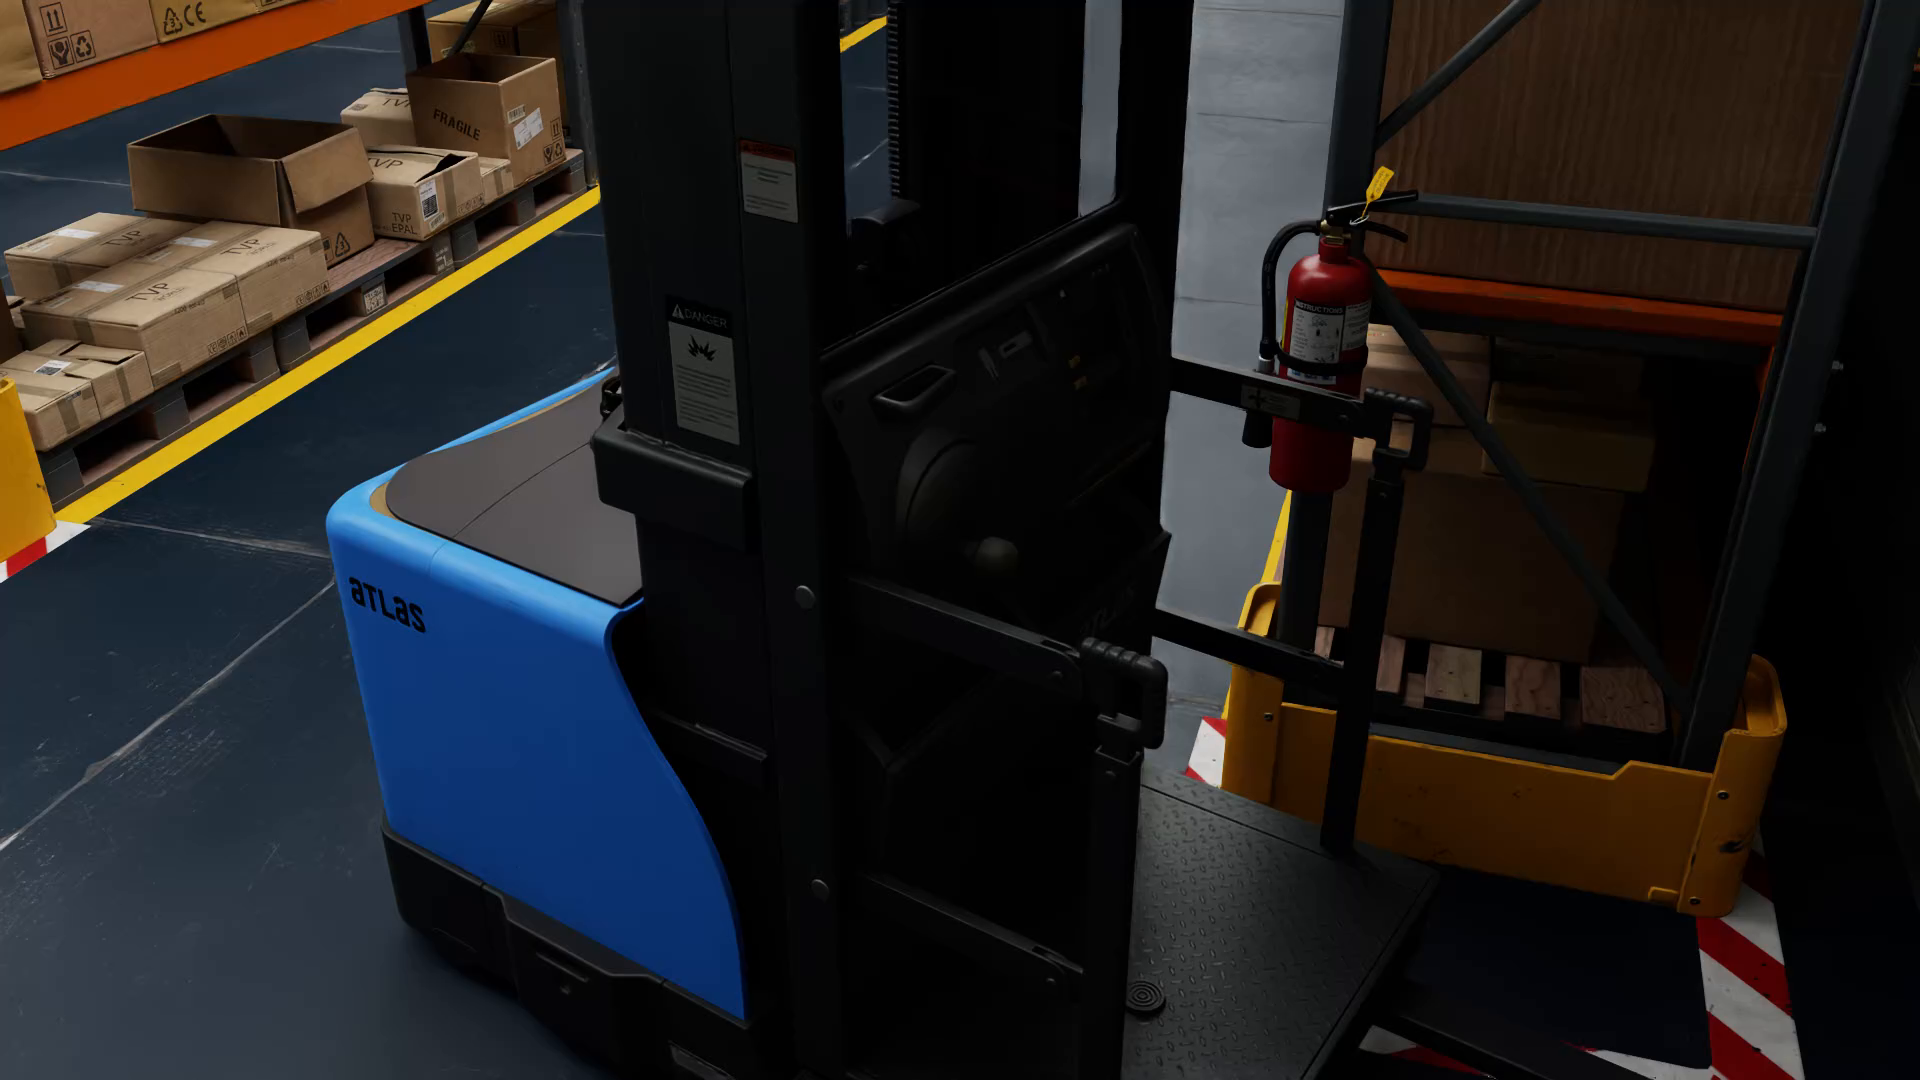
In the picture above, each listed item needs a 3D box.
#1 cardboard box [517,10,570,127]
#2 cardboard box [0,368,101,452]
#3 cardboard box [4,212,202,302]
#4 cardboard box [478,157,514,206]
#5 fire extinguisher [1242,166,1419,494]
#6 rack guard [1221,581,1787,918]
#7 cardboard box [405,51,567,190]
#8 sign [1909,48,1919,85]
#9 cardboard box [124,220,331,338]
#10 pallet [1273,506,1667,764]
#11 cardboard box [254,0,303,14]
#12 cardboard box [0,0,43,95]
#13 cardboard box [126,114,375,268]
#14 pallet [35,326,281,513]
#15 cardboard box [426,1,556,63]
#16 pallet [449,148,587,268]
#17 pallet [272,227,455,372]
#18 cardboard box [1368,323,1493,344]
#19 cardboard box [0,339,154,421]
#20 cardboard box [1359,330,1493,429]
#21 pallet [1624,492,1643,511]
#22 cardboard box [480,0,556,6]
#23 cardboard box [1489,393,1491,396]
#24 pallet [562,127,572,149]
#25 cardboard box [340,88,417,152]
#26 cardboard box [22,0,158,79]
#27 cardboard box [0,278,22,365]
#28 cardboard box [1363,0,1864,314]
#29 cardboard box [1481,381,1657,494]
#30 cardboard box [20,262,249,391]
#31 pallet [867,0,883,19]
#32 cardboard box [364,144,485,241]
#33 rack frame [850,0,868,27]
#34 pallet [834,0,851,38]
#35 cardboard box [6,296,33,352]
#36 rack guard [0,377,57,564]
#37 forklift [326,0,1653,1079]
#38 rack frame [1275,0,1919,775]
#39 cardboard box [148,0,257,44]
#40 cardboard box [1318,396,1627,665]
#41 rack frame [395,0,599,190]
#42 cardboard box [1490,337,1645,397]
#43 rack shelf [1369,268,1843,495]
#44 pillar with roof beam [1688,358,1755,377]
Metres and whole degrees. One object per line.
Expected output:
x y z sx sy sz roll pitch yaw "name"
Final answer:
-1.957 -2.483 8.747 0.500 0.500 0.500 7 30 13 "cardboard box"
-3.054 -0.426 5.411 0.380 0.149 0.250 8 30 15 "cardboard box"
-3.274 -1.050 6.428 0.500 0.250 0.500 8 30 15 "cardboard box"
-2.280 -1.652 7.613 0.380 0.149 0.250 8 30 15 "cardboard box"
0.746 -0.428 3.398 0.296 0.674 0.183 8 30 15 "fire extinguisher"
1.224 0.474 3.883 1.175 0.500 0.348 8 30 15 "rack guard"
-2.228 -1.988 7.857 0.500 0.500 0.500 8 30 15 "cardboard box"
1.760 -0.960 2.919 0.100 0.325 0.005 8 30 15 "sign"
-2.781 -1.002 6.342 0.500 0.250 0.500 8 30 15 "cardboard box"
1.391 0.207 4.662 1.003 0.211 1.213 8 30 15 "pallet"
-2.679 -2.252 6.110 0.500 0.500 0.500 9 30 16 "cardboard box"
-3.123 -1.547 4.842 0.500 0.500 0.500 9 30 16 "cardboard box"
-2.878 -1.421 6.834 0.797 0.503 0.637 8 30 15 "cardboard box"
-3.250 -0.522 5.971 1.003 0.211 1.213 8 30 15 "pallet"
-2.461 -2.563 8.891 0.500 0.500 0.500 8 30 15 "cardboard box"
-2.534 -1.656 8.009 1.003 0.211 1.213 8 30 15 "pallet"
-2.890 -1.087 6.987 1.003 0.211 1.213 8 30 15 "pallet"
1.279 -0.548 4.622 0.380 0.149 0.250 9 30 16 "cardboard box"
-2.981 -0.550 5.616 0.380 0.166 0.250 8 30 15 "cardboard box"
1.204 -0.429 4.408 0.380 0.149 0.250 8 30 14 "cardboard box"
1.751 -0.359 5.678 1.003 0.211 1.213 8 30 15 "pallet"
-2.308 -2.792 9.302 0.500 0.500 0.500 9 30 15 "cardboard box"
1.488 -0.293 4.830 0.700 0.500 0.500 8 30 15 "cardboard box"
-2.129 -2.358 9.272 1.003 0.211 1.213 8 30 15 "pallet"
-2.662 -2.046 8.156 0.500 0.311 0.500 8 30 15 "cardboard box"
-2.977 -1.787 5.274 0.500 0.500 0.500 8 30 14 "cardboard box"
-3.582 -0.722 5.581 0.500 0.500 0.500 8 30 15 "cardboard box"
1.371 -0.999 3.651 0.980 0.700 0.700 10 31 17 "cardboard box"
1.495 -0.257 4.098 0.380 0.149 0.250 9 30 15 "cardboard box"
-2.928 -0.770 5.924 0.500 0.250 0.500 8 30 15 "cardboard box"
-0.879 -4.211 12.602 1.003 0.211 1.213 8 30 15 "pallet"
-2.448 -1.557 7.276 0.500 0.311 0.500 8 30 15 "cardboard box"
-1.157 -5.052 11.246 1.000 3.000 0.127 8 30 15 "rack frame"
-1.413 -3.492 11.310 1.003 0.211 1.213 8 30 15 "pallet"
-3.377 -0.752 5.978 0.380 0.166 0.250 8 30 15 "cardboard box"
-3.483 -0.277 5.234 1.175 0.500 0.348 8 30 15 "rack guard"
0.270 -0.214 2.620 3.031 2.935 1.130 18 34 29 "forklift"
1.231 -0.629 3.296 1.000 3.000 0.127 8 30 15 "rack frame"
-2.827 -2.020 5.693 0.500 0.500 0.500 8 30 15 "cardboard box"
1.341 -0.060 4.412 0.700 0.500 0.500 8 30 15 "cardboard box"
-2.332 -3.193 7.905 1.000 3.000 0.127 8 30 15 "rack frame"
1.643 -0.492 4.522 0.380 0.149 0.250 9 30 15 "cardboard box"
1.818 -1.244 5.141 1.077 0.370 4.000 8 30 15 "rack shelf"
-1.089 -5.275 5.476 9.100 9.000 0.400 8 30 15 "pillar with roof beam"
